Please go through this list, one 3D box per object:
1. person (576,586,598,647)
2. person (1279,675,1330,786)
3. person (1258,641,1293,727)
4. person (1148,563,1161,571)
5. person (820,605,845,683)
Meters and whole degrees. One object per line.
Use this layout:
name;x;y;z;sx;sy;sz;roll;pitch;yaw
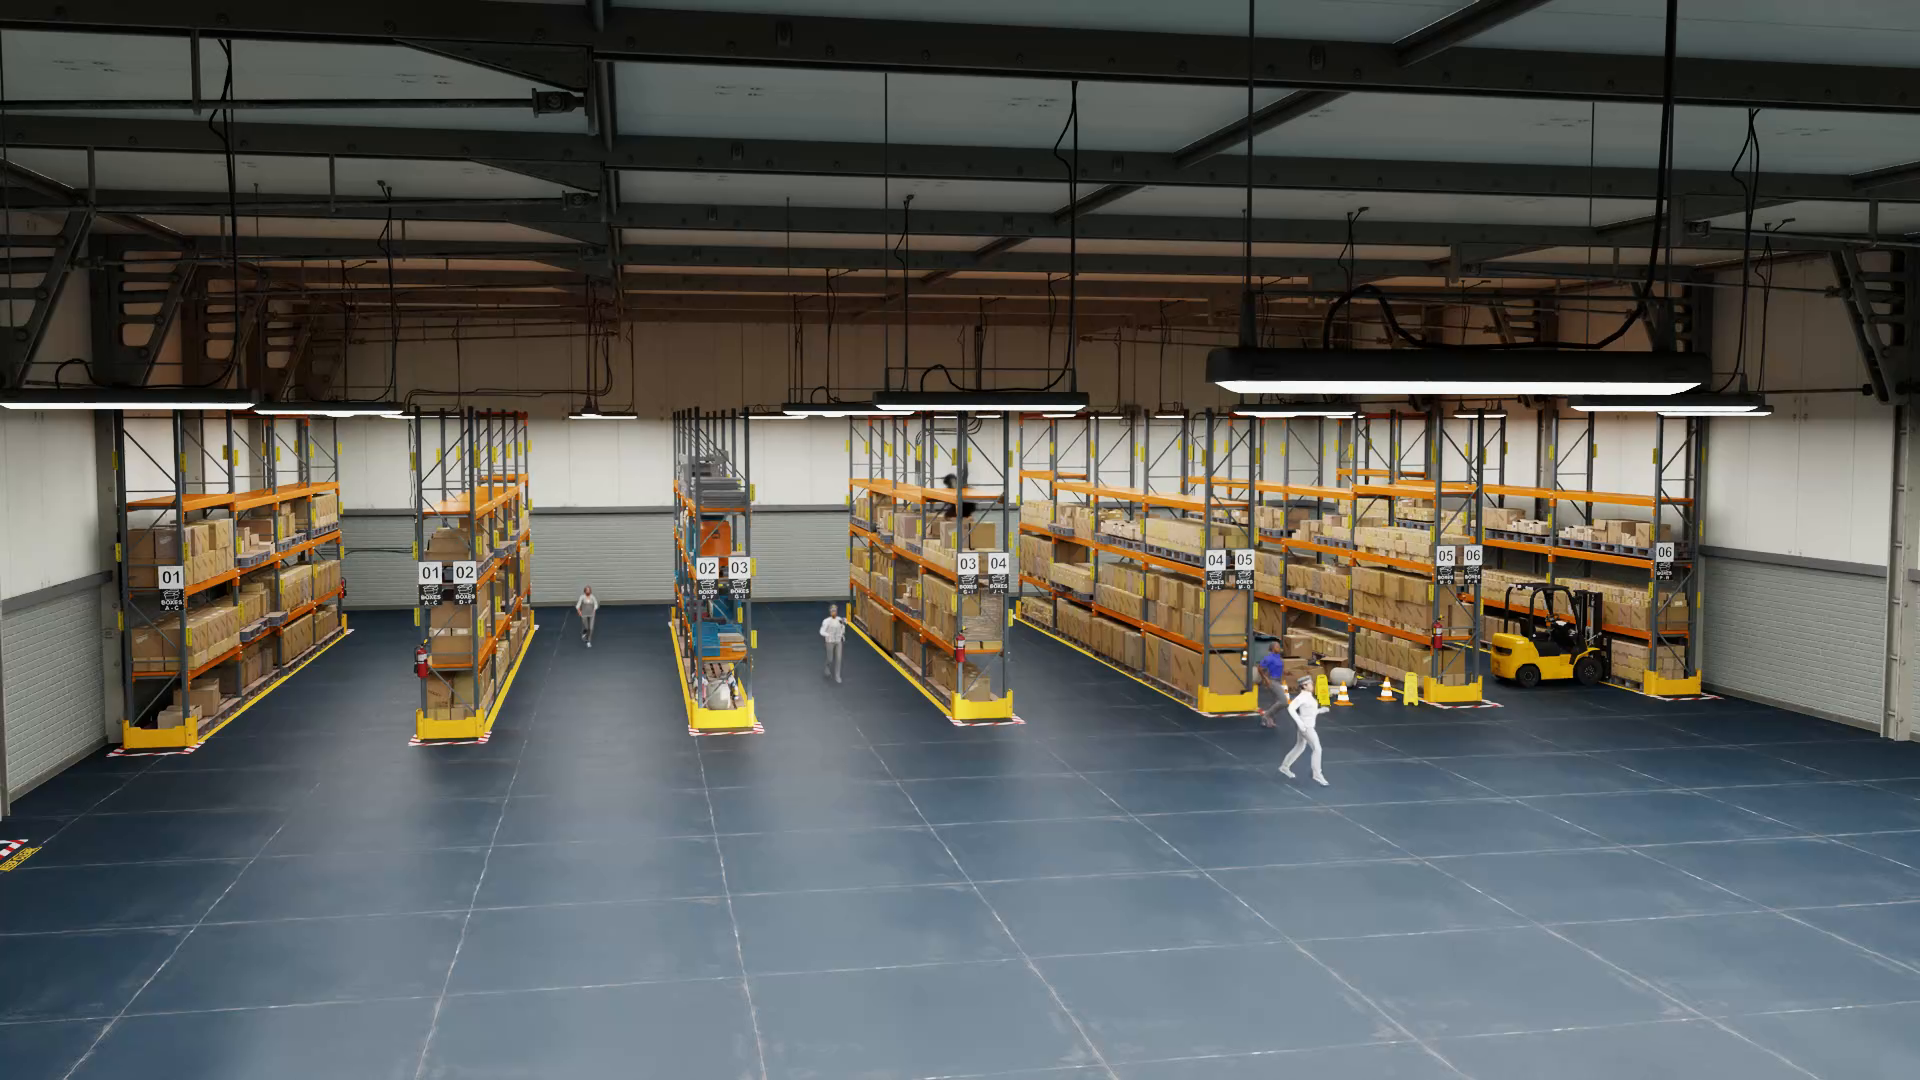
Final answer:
person;-9.461;1.946;42.285;0.536;1.552;0.518;-2;4;-23
person;5.453;2.996;26.319;0.808;1.741;0.587;1;4;15
person;5.902;2.694;30.995;0.626;1.614;0.551;2;5;32
person;5.838;1.247;50.803;0.682;1.742;0.697;0;4;1
person;-2.785;2.266;36.685;0.616;1.692;0.901;-2;4;-22
